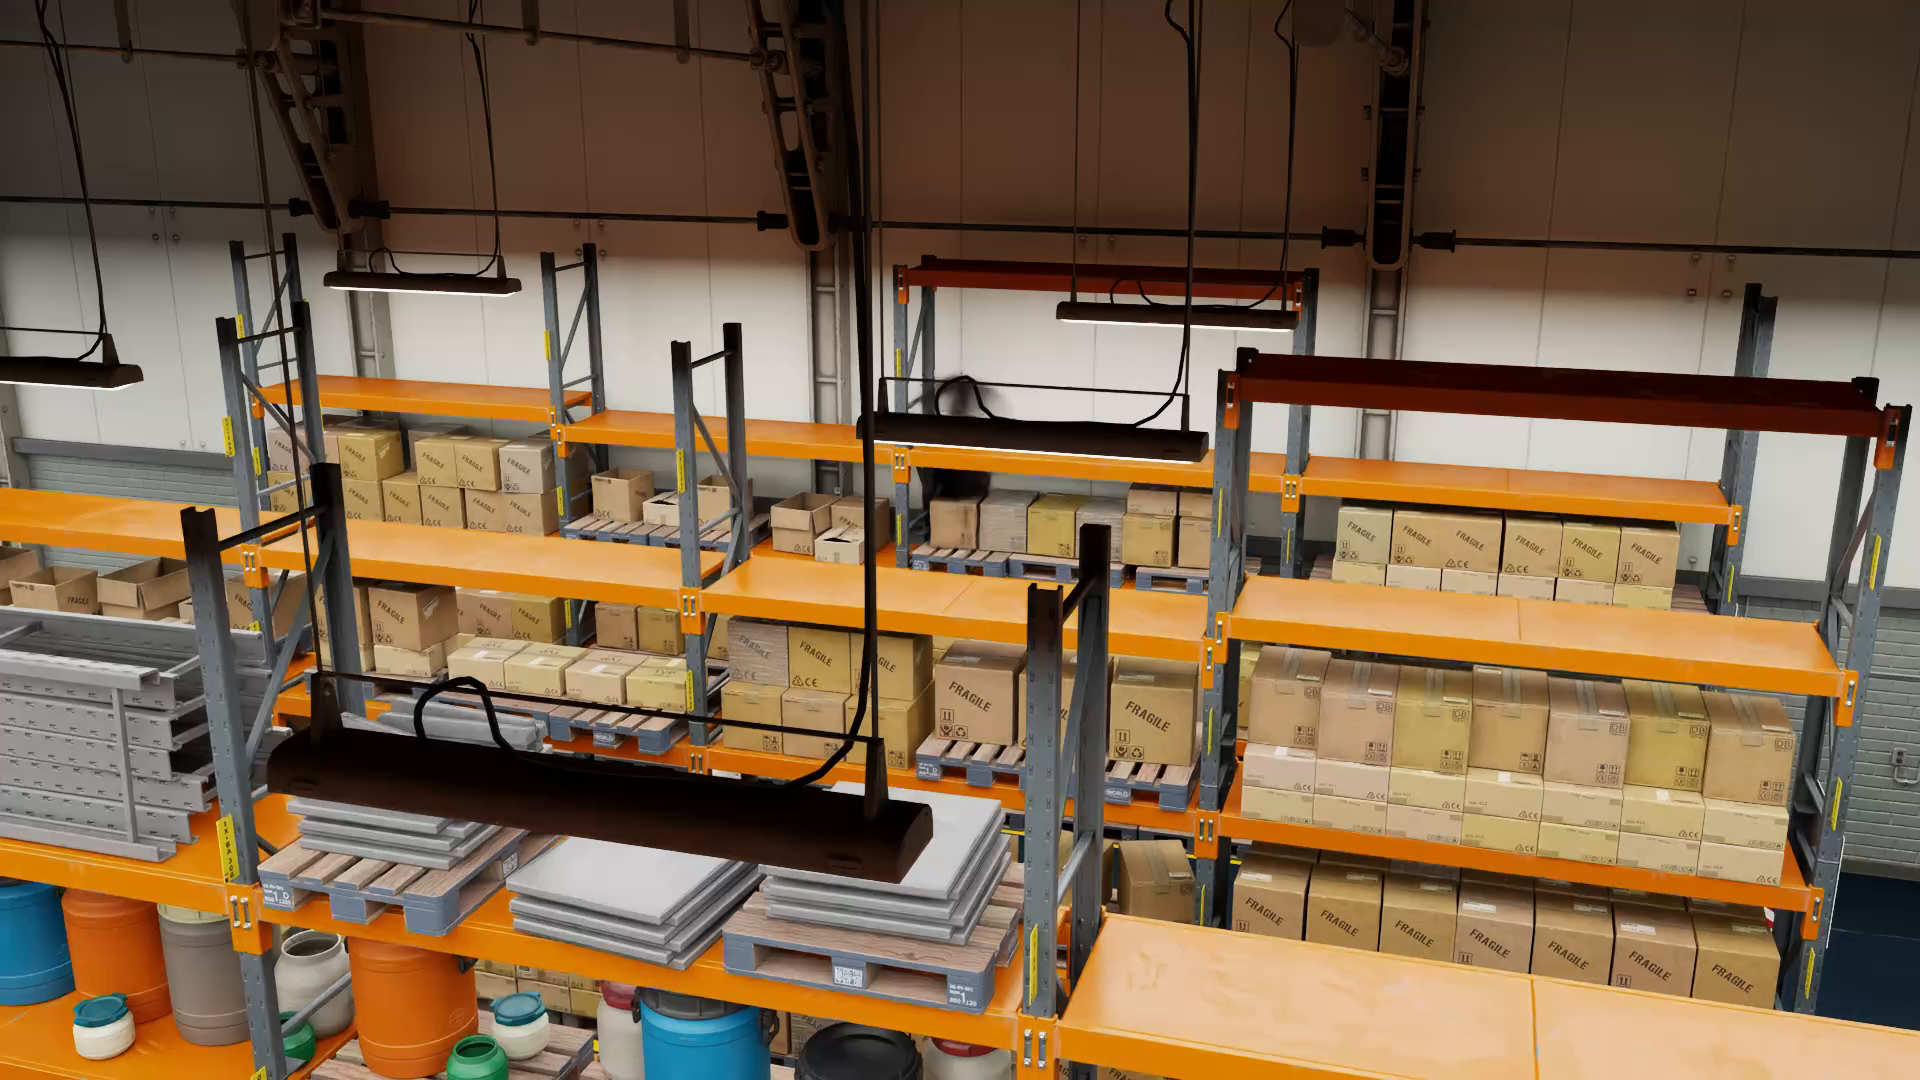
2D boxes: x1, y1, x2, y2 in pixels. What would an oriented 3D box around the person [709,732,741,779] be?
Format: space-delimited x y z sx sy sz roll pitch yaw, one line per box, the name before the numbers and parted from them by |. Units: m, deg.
person | -2.335 2.660 16.455 0.573 1.712 0.771 9 18 29
